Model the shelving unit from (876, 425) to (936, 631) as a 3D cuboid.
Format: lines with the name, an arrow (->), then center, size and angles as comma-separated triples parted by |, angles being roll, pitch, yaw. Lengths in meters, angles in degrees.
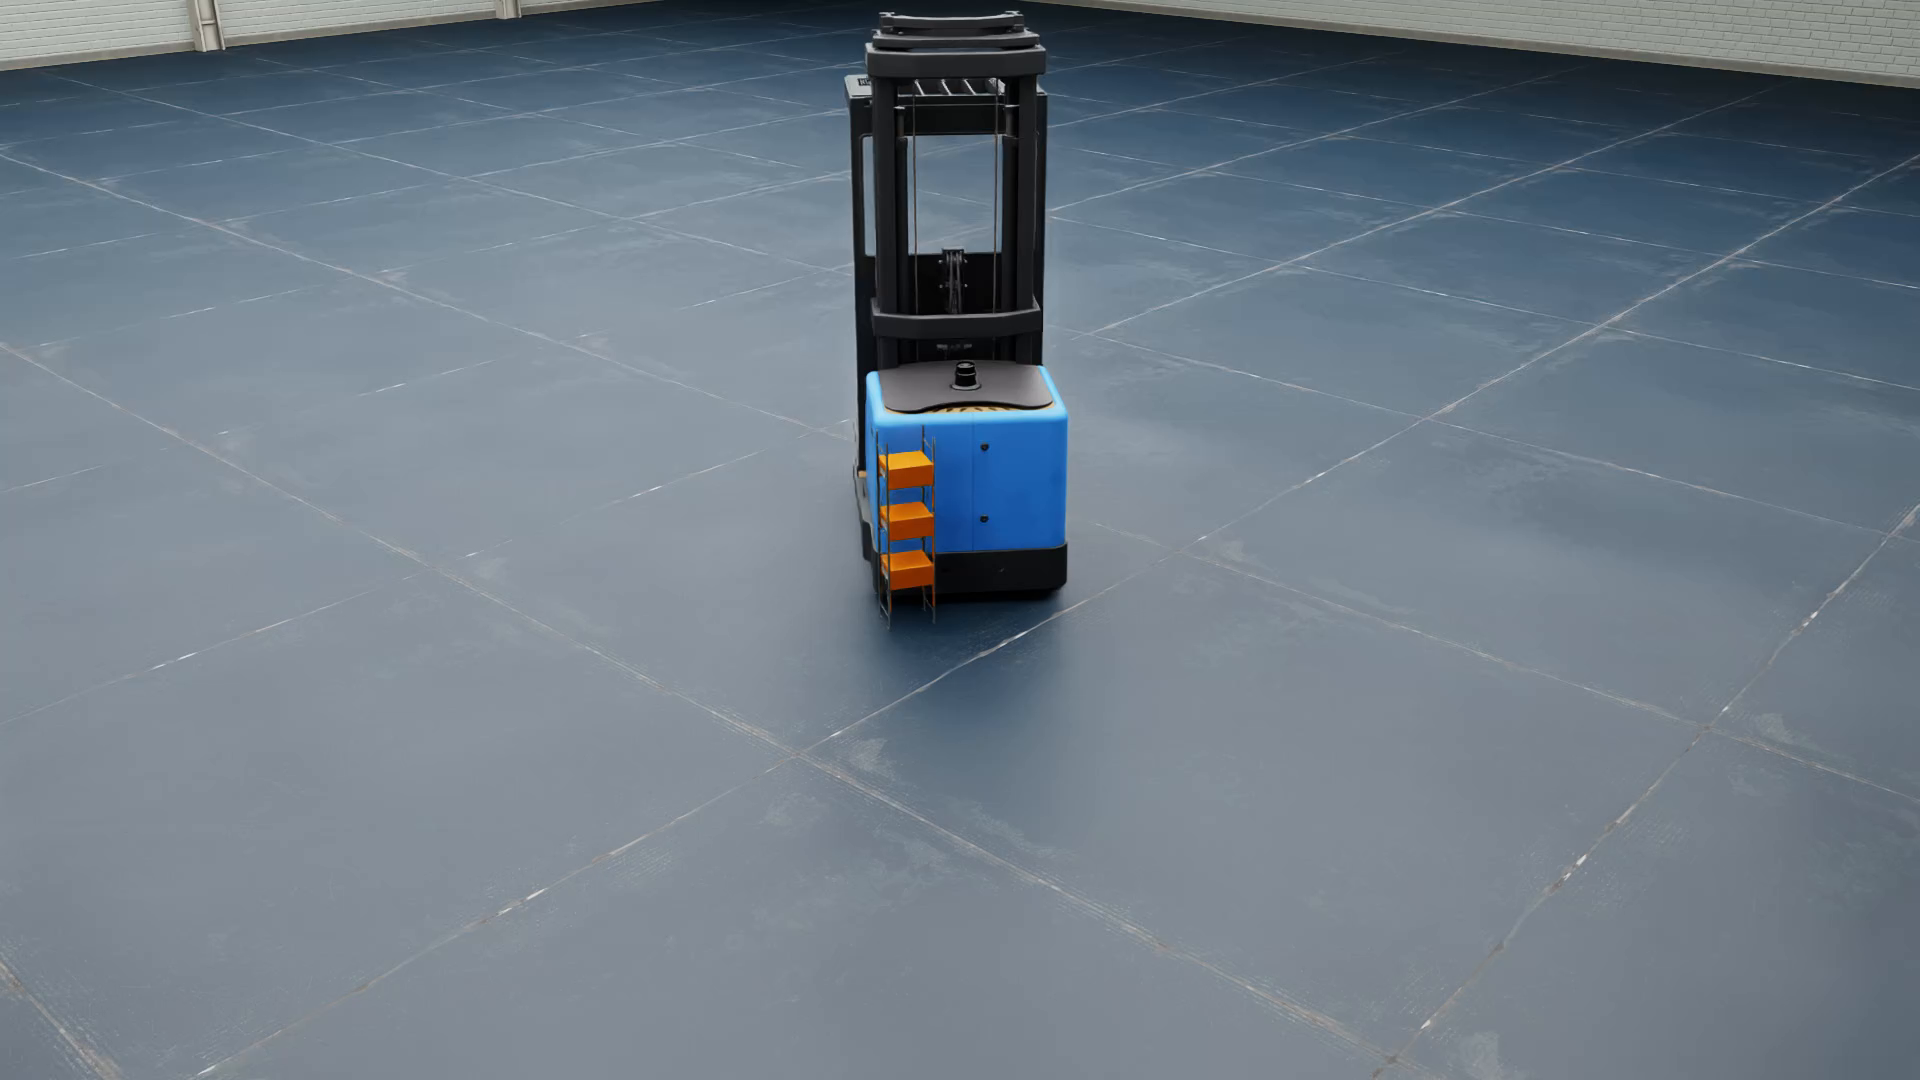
shelving unit -> -0.278, -0.056, 8.589 | 0.252, 1.050, 0.215 | -8, 26, -16

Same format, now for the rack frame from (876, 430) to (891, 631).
rack frame -> -0.394, -0.040, 8.554 | 0.008, 1.050, 0.200 | -8, 26, -16

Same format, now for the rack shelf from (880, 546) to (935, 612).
rack shelf -> -0.278, 0.207, 8.709 | 0.240, 0.259, 0.215 | -8, 26, -16

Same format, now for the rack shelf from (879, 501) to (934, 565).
rack shelf -> -0.278, -0.046, 8.594 | 0.240, 0.259, 0.215 | -8, 26, -16

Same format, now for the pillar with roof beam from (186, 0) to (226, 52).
pillar with roof beam -> -9.639, -11.333, 24.028 | 9.100, 9.000, 0.400 | 20, 31, 38

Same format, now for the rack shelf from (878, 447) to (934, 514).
rack shelf -> -0.277, -0.304, 8.476 | 0.240, 0.259, 0.215 | -8, 26, -16

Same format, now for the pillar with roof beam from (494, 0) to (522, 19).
pillar with roof beam -> -5.634, -13.161, 28.105 | 9.100, 9.000, 0.400 | 20, 31, 38

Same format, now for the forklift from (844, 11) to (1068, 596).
forklift -> -0.091, -1.606, 9.749 | 1.130, 2.935, 3.031 | -3, 24, -6

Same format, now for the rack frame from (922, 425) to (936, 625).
rack frame -> -0.162, -0.071, 8.624 | 0.008, 1.050, 0.200 | -8, 26, -16
